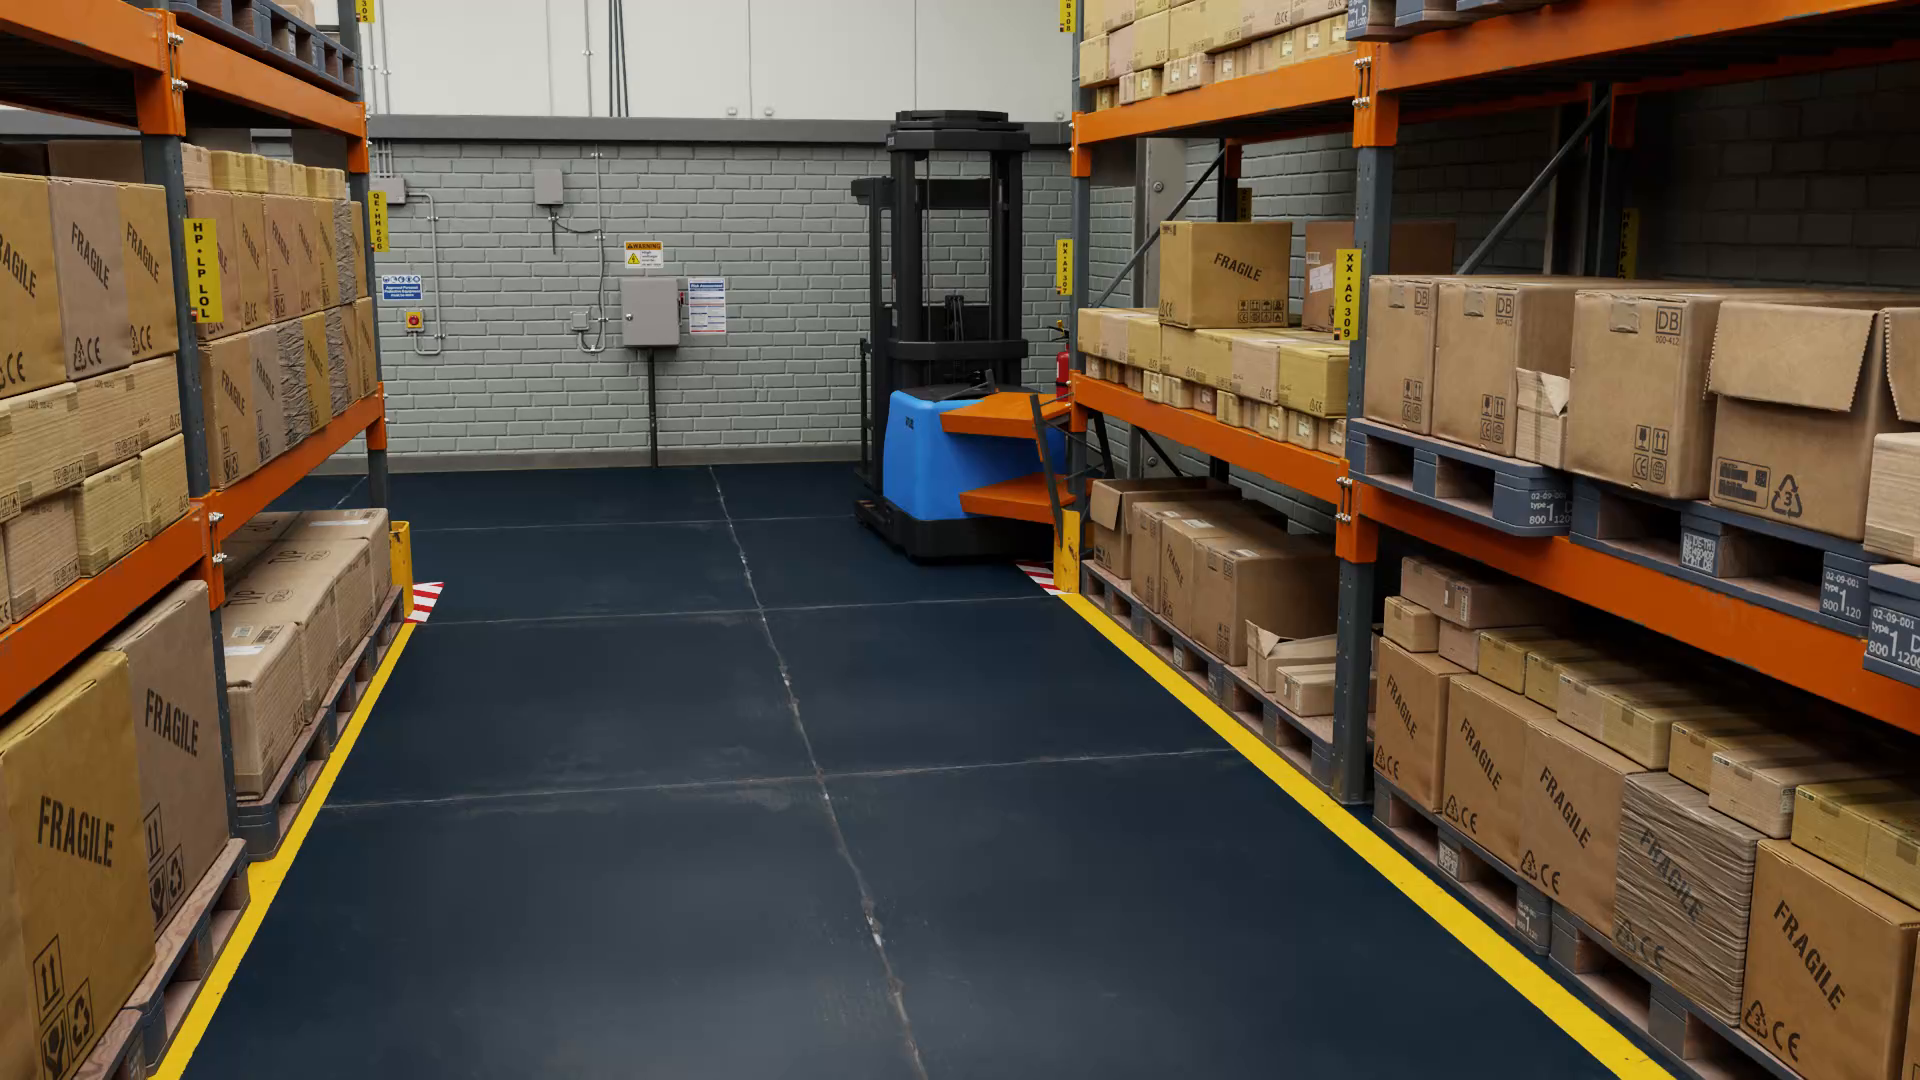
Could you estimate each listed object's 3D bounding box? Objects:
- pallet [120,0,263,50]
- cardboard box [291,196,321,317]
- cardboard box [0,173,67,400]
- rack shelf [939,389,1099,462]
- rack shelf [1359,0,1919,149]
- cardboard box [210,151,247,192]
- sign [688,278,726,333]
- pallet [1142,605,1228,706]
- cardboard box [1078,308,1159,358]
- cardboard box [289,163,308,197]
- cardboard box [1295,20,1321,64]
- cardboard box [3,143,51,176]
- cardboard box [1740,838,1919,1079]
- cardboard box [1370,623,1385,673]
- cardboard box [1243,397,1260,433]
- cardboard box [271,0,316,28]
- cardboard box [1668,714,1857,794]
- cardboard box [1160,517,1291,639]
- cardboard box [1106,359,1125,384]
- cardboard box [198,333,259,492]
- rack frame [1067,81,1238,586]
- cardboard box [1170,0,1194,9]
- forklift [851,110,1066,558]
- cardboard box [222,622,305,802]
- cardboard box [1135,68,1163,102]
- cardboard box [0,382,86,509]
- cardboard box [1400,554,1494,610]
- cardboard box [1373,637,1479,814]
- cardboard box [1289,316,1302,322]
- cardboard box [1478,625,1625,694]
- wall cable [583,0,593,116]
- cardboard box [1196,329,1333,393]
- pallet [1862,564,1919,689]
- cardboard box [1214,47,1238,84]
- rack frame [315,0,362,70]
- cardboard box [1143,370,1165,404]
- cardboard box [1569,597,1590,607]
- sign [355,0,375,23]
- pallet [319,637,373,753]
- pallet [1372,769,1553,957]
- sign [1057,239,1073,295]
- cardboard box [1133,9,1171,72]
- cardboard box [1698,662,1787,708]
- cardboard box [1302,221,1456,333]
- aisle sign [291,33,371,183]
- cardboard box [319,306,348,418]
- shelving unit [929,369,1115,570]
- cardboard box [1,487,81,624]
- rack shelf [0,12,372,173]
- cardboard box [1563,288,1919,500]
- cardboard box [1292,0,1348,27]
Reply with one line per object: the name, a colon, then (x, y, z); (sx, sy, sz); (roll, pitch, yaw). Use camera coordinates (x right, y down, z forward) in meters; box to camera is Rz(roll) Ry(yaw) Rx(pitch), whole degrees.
pallet: (-3.081, -1.882, 5.777); (1.003, 0.211, 1.213); (-2, 11, -11)
cardboard box: (-3.063, -1.218, 7.131); (0.500, 0.500, 0.500); (-2, 11, -11)
cardboard box: (-2.412, -0.581, 3.784); (0.500, 0.500, 0.500); (-2, 11, -9)
rack shelf: (0.364, -0.727, 10.376); (0.538, 0.278, 1.000); (-23, 19, -32)
rack shelf: (2.325, -1.236, 4.070); (1.077, 0.370, 4.000); (-2, 11, -11)
cardboard box: (-2.884, -1.367, 6.182); (0.380, 0.149, 0.250); (-2, 11, -11)
sign: (-2.297, -2.127, 15.106); (0.329, 0.494, 0.001); (-2, 11, -11)
pallet: (1.563, 0.537, 8.311); (1.003, 0.211, 1.213); (-2, 11, -11)
cardboard box: (0.982, -1.196, 9.563); (0.500, 0.250, 0.500); (-2, 11, -11)
cardboard box: (-3.142, -1.604, 7.423); (0.380, 0.149, 0.250); (-2, 11, -10)
cardboard box: (1.532, -1.933, 6.480); (0.380, 0.149, 0.250); (-2, 11, -11)
cardboard box: (-3.249, -1.258, 5.606); (0.380, 0.149, 0.250); (-2, 11, -10)
cardboard box: (2.229, 1.015, 3.905); (0.500, 0.500, 0.500); (-2, 11, -9)
cardboard box: (2.039, 0.502, 7.105); (0.500, 0.311, 0.500); (-2, 11, -9)
cardboard box: (1.456, -0.552, 7.244); (0.380, 0.149, 0.250); (-2, 11, -10)
cardboard box: (-3.534, -2.611, 8.382); (0.500, 0.250, 0.500); (-3, 11, -16)
cardboard box: (2.141, 0.581, 4.447); (0.380, 0.149, 0.250); (-2, 11, -11)
cardboard box: (1.317, 0.180, 8.292); (0.500, 0.500, 0.500); (-2, 11, -10)
cardboard box: (1.048, -0.978, 9.483); (0.380, 0.149, 0.250); (-2, 11, -10)
cardboard box: (-2.767, -0.446, 5.752); (0.500, 0.500, 0.500); (-2, 11, -9)
rack frame: (1.158, -1.216, 10.065); (1.000, 3.000, 0.127); (-2, 11, -11)
cardboard box: (1.299, -2.639, 7.784); (0.500, 0.250, 0.500); (-2, 11, -9)
forklift: (-0.161, -1.553, 12.019); (1.130, 2.935, 3.031); (-3, 11, -15)
cardboard box: (-2.949, 0.632, 6.084); (0.875, 0.438, 0.875); (-2, 11, -12)
cardboard box: (1.107, -2.308, 8.448); (0.380, 0.149, 0.250); (-2, 11, -11)
cardboard box: (-2.397, -0.215, 3.869); (0.500, 0.250, 0.500); (-2, 11, -10)
cardboard box: (1.804, 0.147, 5.932); (0.380, 0.149, 0.250); (-2, 11, -12)
cardboard box: (1.809, 0.636, 5.896); (0.500, 0.500, 0.500); (-2, 11, -9)
cardboard box: (1.699, -1.029, 8.684); (0.500, 0.250, 0.500); (-2, 11, -9)
cardboard box: (1.936, 0.390, 5.451); (0.380, 0.149, 0.250); (-3, 11, -14)
wall cable: (-4.354, -5.042, 14.121); (2.355, 3.000, 0.029); (-2, 11, -11)
cardboard box: (1.402, -0.823, 7.604); (0.500, 0.250, 0.500); (-2, 11, -11)
pallet: (2.513, 0.223, 3.014); (1.213, 0.211, 1.003); (-2, 11, -11)
cardboard box: (1.366, -2.124, 7.483); (0.380, 0.149, 0.250); (-2, 11, -10)
rack frame: (-3.710, -3.982, 8.552); (1.000, 3.000, 0.127); (-2, 11, -11)
cardboard box: (1.155, -0.785, 8.468); (0.380, 0.149, 0.250); (-2, 11, -13)
cardboard box: (2.290, 0.277, 6.045); (0.380, 0.149, 0.250); (-3, 11, -13)
sign: (-3.175, -2.922, 8.848); (0.100, 0.325, 0.005); (-2, 11, -11)
pallet: (-3.244, 0.702, 7.445); (1.003, 0.211, 1.213); (-2, 11, -11)
pallet: (2.131, 1.035, 5.695); (1.003, 0.211, 1.213); (-2, 11, -11)
sign: (0.626, -1.622, 9.880); (0.100, 0.325, 0.005); (-2, 11, -11)
cardboard box: (1.183, -2.484, 8.310); (0.500, 0.250, 0.500); (-2, 11, -13)
cardboard box: (2.479, 0.468, 5.042); (0.380, 0.149, 0.250); (-2, 11, -9)
cardboard box: (1.907, -1.206, 7.613); (0.500, 0.500, 0.500); (-2, 11, -13)
aisle sign: (-3.420, -2.337, 8.999); (0.394, 0.787, 0.004); (-2, 11, -11)
cardboard box: (-3.164, -0.819, 7.709); (0.500, 0.500, 0.500); (-2, 11, -9)
shelving unit: (0.425, -0.452, 10.456); (0.538, 1.125, 1.048); (-23, 19, -32)
cardboard box: (-2.420, 0.032, 3.908); (0.500, 0.250, 0.500); (-2, 11, -13)
rack shelf: (-3.321, -1.789, 6.973); (1.077, 0.370, 4.000); (-2, 11, -11)
cardboard box: (2.064, -0.402, 4.398); (0.700, 0.500, 0.500); (-2, 11, -11)
cardboard box: (1.597, -2.108, 6.334); (0.500, 0.250, 0.500); (-2, 11, -11)
